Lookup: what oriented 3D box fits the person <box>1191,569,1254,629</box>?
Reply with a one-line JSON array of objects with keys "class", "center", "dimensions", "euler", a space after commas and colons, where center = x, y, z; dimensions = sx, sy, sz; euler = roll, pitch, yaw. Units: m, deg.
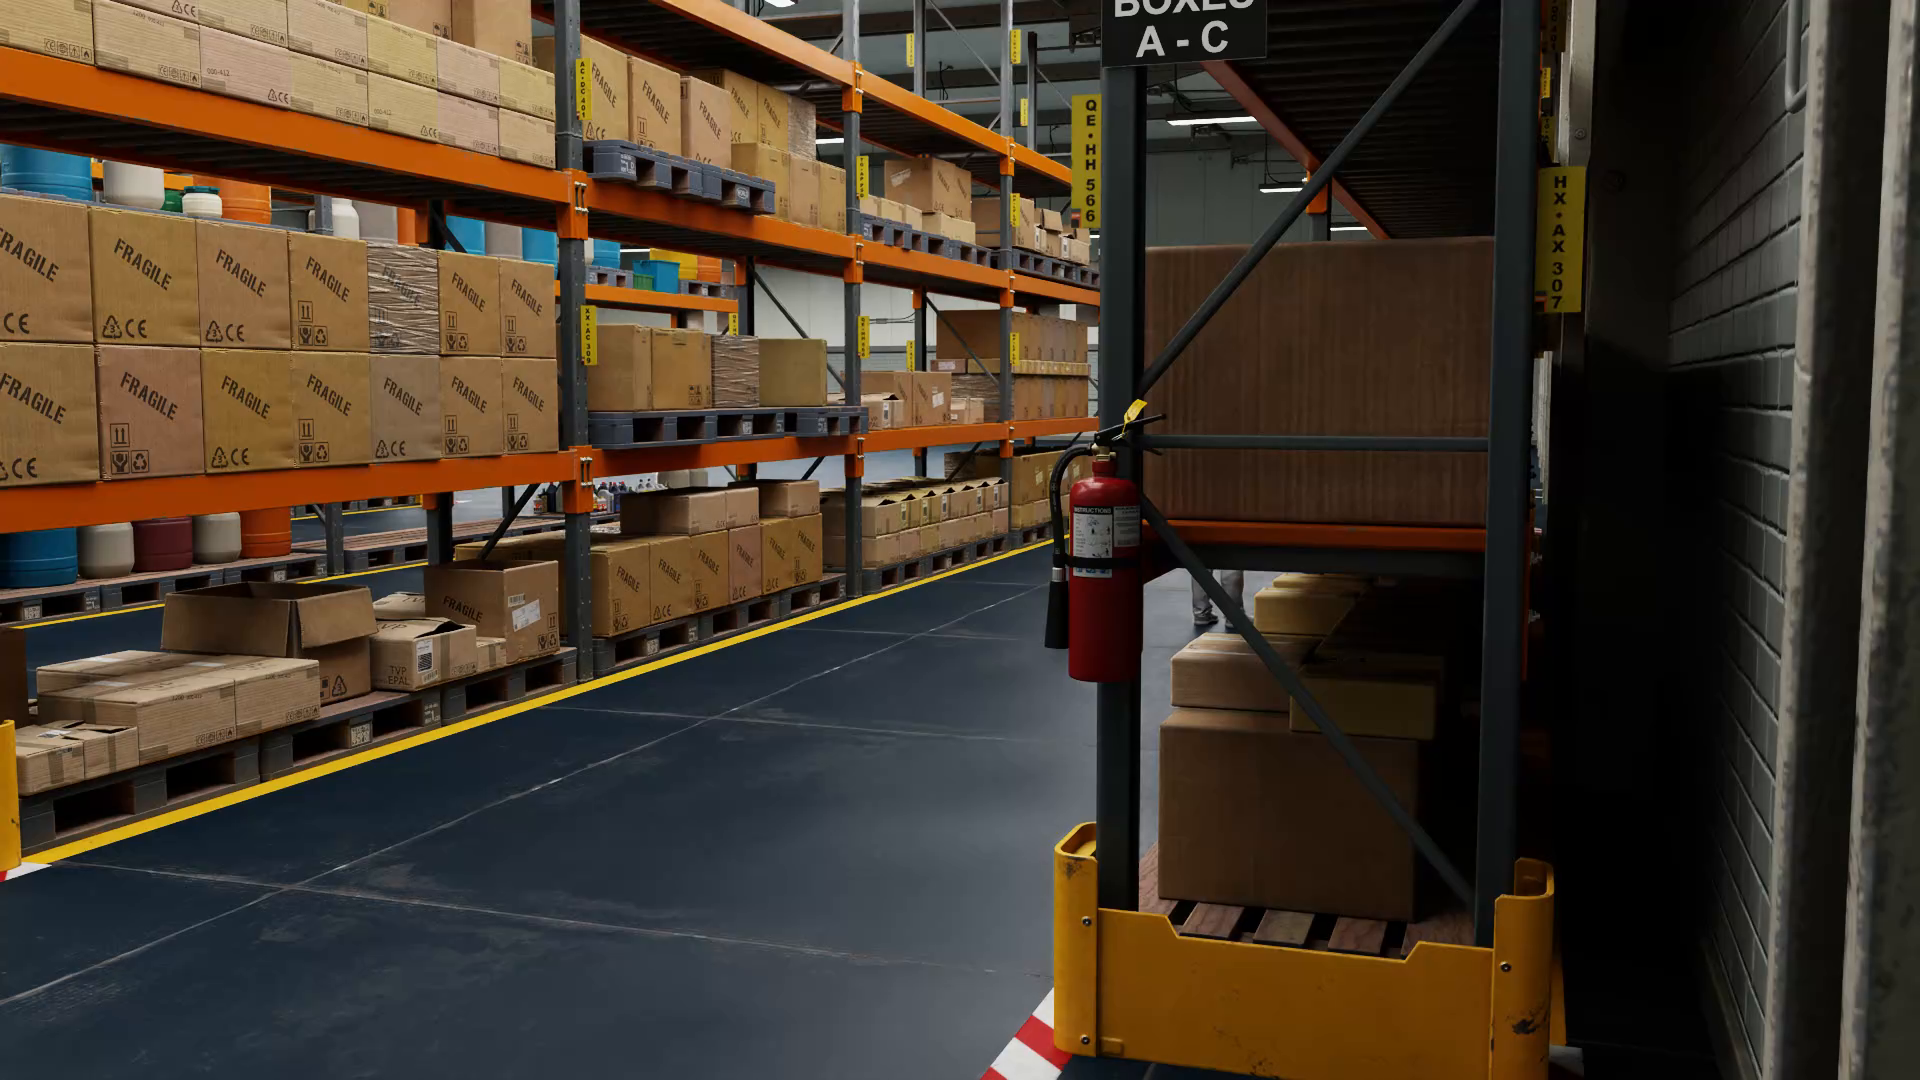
[{"class": "person", "center": [1.800, -0.287, 11.525], "dimensions": [0.554, 1.771, 0.386], "euler": [4, 7, 38]}]
